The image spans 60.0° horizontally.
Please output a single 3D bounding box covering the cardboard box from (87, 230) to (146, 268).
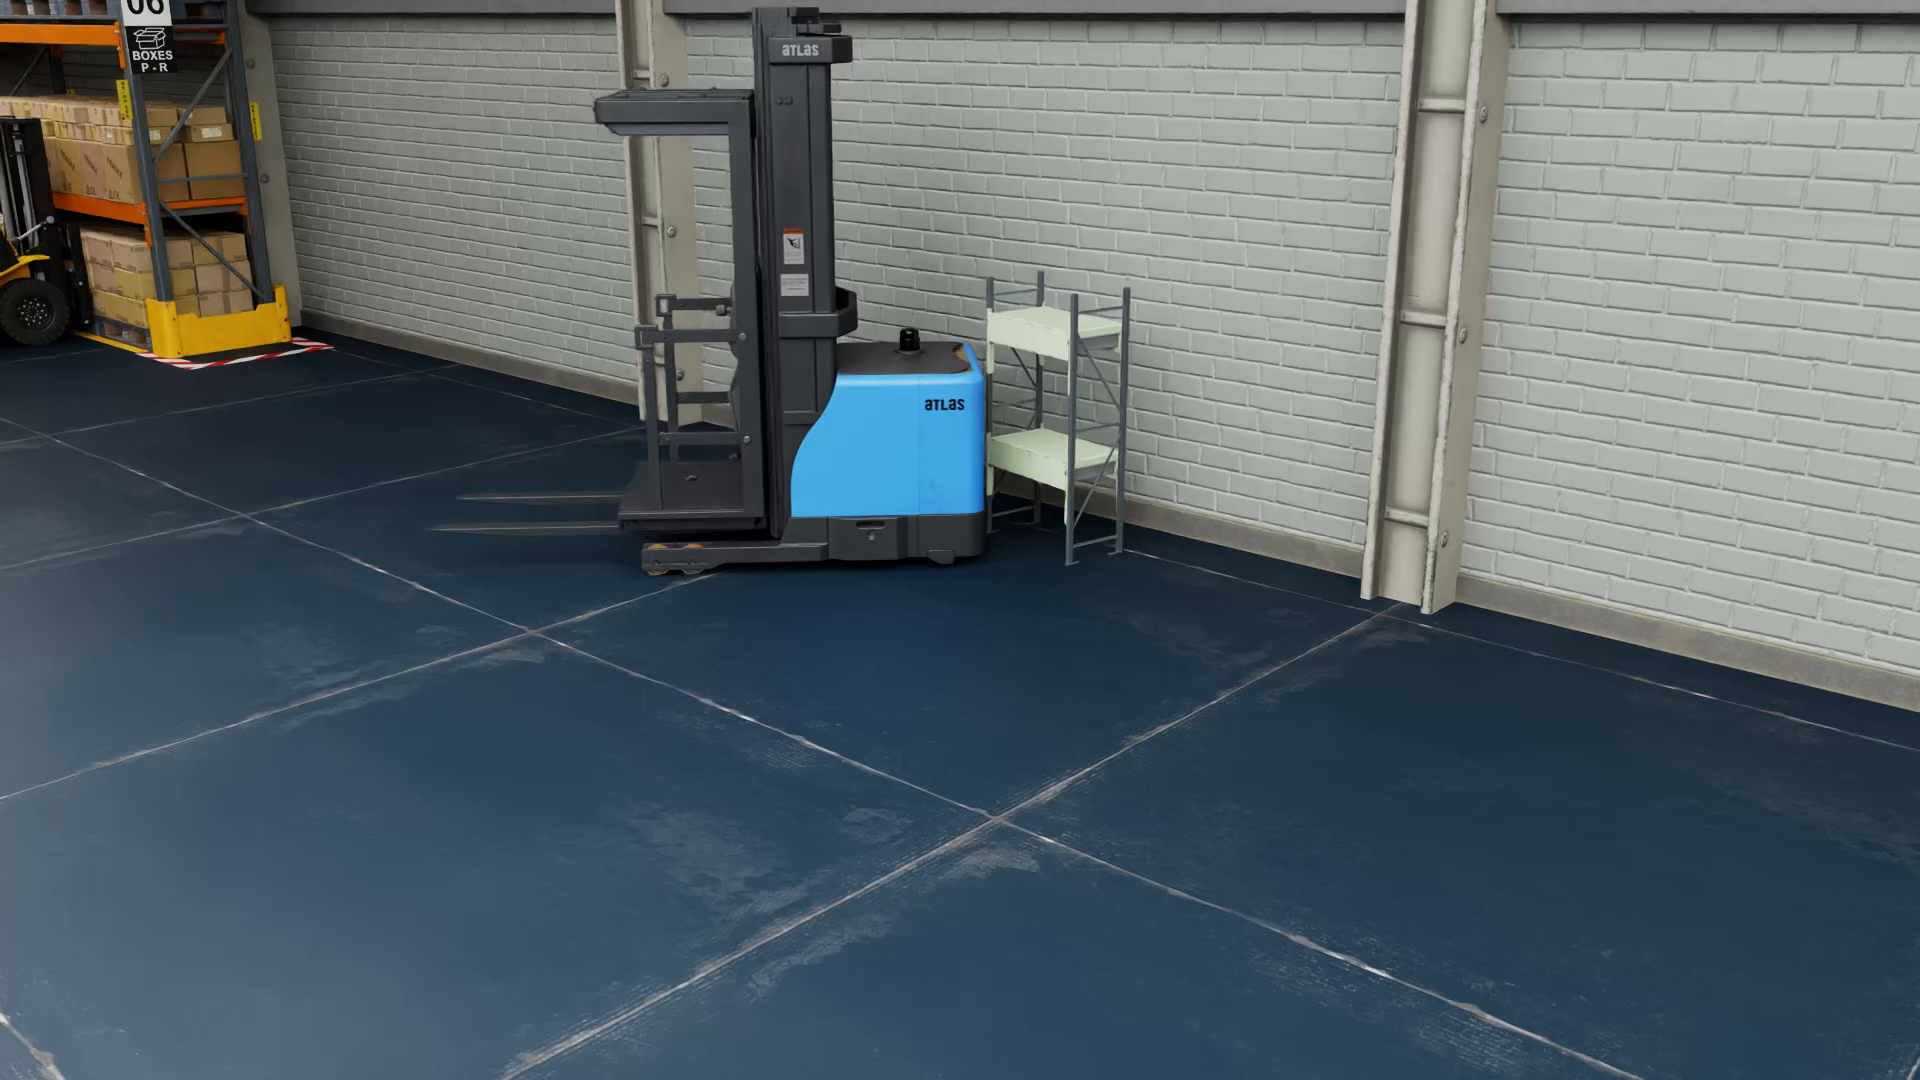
[{"bbox_3d":[-7.656,-2.681,15.298,0.500,0.250,0.500,16,23,40],"label":"cardboard box"}]

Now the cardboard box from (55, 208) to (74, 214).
[{"bbox_3d":[-9.214,-3.306,17.267,0.500,0.250,0.500,16,23,40],"label":"cardboard box"}]

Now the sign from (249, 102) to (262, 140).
[{"bbox_3d":[-6.346,-3.766,14.958,0.005,0.325,0.100,15,23,39],"label":"sign"}]

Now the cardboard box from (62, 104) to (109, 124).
[{"bbox_3d":[-7.951,-3.897,15.203,0.250,0.149,0.380,16,23,41],"label":"cardboard box"}]

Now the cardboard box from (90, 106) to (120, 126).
[{"bbox_3d":[-7.545,-3.803,14.907,0.250,0.149,0.380,16,23,40],"label":"cardboard box"}]

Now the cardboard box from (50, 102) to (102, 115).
[{"bbox_3d":[-8.278,-4.021,15.593,0.250,0.149,0.380,15,23,40],"label":"cardboard box"}]

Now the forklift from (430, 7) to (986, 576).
[{"bbox_3d":[-1.394,-1.370,9.083,3.031,2.935,1.130,-1,18,-4],"label":"forklift"}]

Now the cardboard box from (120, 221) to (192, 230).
[{"bbox_3d":[-7.696,-2.899,15.986,0.500,0.250,0.500,15,23,39],"label":"cardboard box"}]

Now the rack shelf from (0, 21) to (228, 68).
[{"bbox_3d":[-8.215,-4.680,15.629,4.000,0.370,1.077,15,23,39],"label":"rack shelf"}]

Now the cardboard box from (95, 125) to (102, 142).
[{"bbox_3d":[-7.528,-3.665,14.963,0.250,0.149,0.380,16,23,40],"label":"cardboard box"}]

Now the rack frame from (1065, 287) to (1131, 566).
[{"bbox_3d":[0.749,-0.609,9.050,0.400,1.500,0.023,-13,22,-34],"label":"rack frame"}]

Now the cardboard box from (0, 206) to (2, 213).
[{"bbox_3d":[-10.683,-3.323,18.354,0.625,0.625,0.875,15,23,39],"label":"cardboard box"}]

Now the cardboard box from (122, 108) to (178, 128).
[{"bbox_3d":[-7.127,-3.714,14.627,0.250,0.149,0.380,15,23,39],"label":"cardboard box"}]

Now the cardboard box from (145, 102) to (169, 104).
[{"bbox_3d":[-7.597,-4.016,15.578,0.250,0.149,0.380,16,24,41],"label":"cardboard box"}]

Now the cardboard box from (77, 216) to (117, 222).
[{"bbox_3d":[-8.456,-3.103,16.628,0.500,0.250,0.500,15,23,40],"label":"cardboard box"}]

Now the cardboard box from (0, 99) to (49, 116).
[{"bbox_3d":[-9.092,-4.206,16.176,0.250,0.149,0.380,16,23,40],"label":"cardboard box"}]

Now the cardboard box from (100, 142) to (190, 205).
[{"bbox_3d":[-7.261,-3.278,14.818,0.500,0.500,0.500,14,23,38],"label":"cardboard box"}]

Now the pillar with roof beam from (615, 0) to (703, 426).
[{"bbox_3d":[-5.011,-4.216,8.019,0.400,9.000,9.100,15,23,39],"label":"pillar with roof beam"}]

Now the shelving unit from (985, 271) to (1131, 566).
[{"bbox_3d":[0.532,-0.698,9.331,0.431,1.500,0.755,-13,22,-34],"label":"shelving unit"}]

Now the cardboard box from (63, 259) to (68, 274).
[{"bbox_3d":[-8.430,-2.649,16.026,0.500,0.250,0.500,15,23,39],"label":"cardboard box"}]

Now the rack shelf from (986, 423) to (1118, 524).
[{"bbox_3d":[0.532,-0.387,9.430,0.431,0.370,0.720,-13,22,-34],"label":"rack shelf"}]

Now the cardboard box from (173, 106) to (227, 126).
[{"bbox_3d":[-6.828,-3.806,14.915,0.250,0.149,0.380,14,23,38],"label":"cardboard box"}]

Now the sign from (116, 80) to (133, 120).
[{"bbox_3d":[-7.089,-3.736,14.120,0.005,0.325,0.100,15,23,39],"label":"sign"}]

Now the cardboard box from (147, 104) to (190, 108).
[{"bbox_3d":[-7.208,-3.916,15.262,0.250,0.149,0.380,16,23,40],"label":"cardboard box"}]

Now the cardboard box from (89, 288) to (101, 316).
[{"bbox_3d":[-8.014,-2.308,15.777,0.500,0.250,0.500,15,23,40],"label":"cardboard box"}]

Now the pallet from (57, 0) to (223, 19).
[{"bbox_3d":[-7.230,-4.727,14.734,1.213,0.211,1.003,15,23,39],"label":"pallet"}]

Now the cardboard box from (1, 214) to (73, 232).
[{"bbox_3d":[-9.181,-3.088,16.580,0.500,0.250,0.500,15,23,39],"label":"cardboard box"}]

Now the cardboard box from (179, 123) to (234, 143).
[{"bbox_3d":[-6.800,-3.675,14.995,0.250,0.149,0.380,14,23,38],"label":"cardboard box"}]

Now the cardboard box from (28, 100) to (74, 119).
[{"bbox_3d":[-8.653,-4.121,15.909,0.250,0.149,0.380,15,23,39],"label":"cardboard box"}]

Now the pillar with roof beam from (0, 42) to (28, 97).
[{"bbox_3d":[-13.986,-6.625,15.611,0.400,9.000,9.100,15,23,39],"label":"pillar with roof beam"}]

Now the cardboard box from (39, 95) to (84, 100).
[{"bbox_3d":[-9.111,-4.438,16.906,0.250,0.149,0.380,14,23,38],"label":"cardboard box"}]

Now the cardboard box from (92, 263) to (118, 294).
[{"bbox_3d":[-7.658,-2.449,15.395,0.500,0.250,0.500,15,23,39],"label":"cardboard box"}]

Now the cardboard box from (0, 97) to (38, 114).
[{"bbox_3d":[-9.402,-4.334,16.579,0.250,0.149,0.380,15,23,40],"label":"cardboard box"}]

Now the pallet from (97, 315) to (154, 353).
[{"bbox_3d":[-7.318,-2.006,15.584,1.213,0.211,1.003,15,23,39],"label":"pallet"}]

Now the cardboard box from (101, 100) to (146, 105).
[{"bbox_3d":[-7.966,-4.123,15.914,0.250,0.149,0.380,15,23,40],"label":"cardboard box"}]

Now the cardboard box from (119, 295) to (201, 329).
[{"bbox_3d":[-7.280,-2.104,15.133,0.500,0.250,0.500,15,23,40],"label":"cardboard box"}]

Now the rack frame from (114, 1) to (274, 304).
[{"bbox_3d":[-6.719,-3.191,14.709,0.127,3.000,1.000,15,23,39],"label":"rack frame"}]

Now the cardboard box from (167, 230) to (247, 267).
[{"bbox_3d":[-6.953,-2.697,15.349,0.500,0.250,0.500,15,23,38],"label":"cardboard box"}]

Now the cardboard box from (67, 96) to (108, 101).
[{"bbox_3d":[-8.675,-4.351,16.635,0.250,0.149,0.380,14,23,38],"label":"cardboard box"}]

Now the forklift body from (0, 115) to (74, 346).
[{"bbox_3d":[-9.348,-2.755,14.736,1.214,2.155,2.313,15,23,39],"label":"forklift body"}]

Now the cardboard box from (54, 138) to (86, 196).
[{"bbox_3d":[-8.026,-3.487,15.476,0.500,0.500,0.500,14,23,38],"label":"cardboard box"}]

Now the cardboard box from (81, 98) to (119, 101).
[{"bbox_3d":[-8.335,-4.233,16.261,0.250,0.149,0.380,15,23,39],"label":"cardboard box"}]

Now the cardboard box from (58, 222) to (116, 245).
[{"bbox_3d":[-8.414,-2.883,15.936,0.500,0.250,0.500,14,23,38],"label":"cardboard box"}]

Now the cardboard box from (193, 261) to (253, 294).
[{"bbox_3d":[-6.933,-2.461,15.431,0.500,0.250,0.500,16,23,40],"label":"cardboard box"}]

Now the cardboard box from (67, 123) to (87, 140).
[{"bbox_3d":[-7.937,-3.760,15.264,0.250,0.149,0.380,14,22,38],"label":"cardboard box"}]

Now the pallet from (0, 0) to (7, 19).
[{"bbox_3d":[-9.055,-5.217,16.278,1.213,0.211,1.003,15,23,39],"label":"pallet"}]

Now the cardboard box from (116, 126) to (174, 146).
[{"bbox_3d":[-7.164,-3.554,14.615,0.250,0.149,0.380,15,23,40],"label":"cardboard box"}]

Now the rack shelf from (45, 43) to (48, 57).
[{"bbox_3d":[-11.206,-5.483,18.160,4.000,0.370,1.077,15,23,39],"label":"rack shelf"}]

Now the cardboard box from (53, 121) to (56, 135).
[{"bbox_3d":[-8.267,-3.877,15.631,0.250,0.149,0.380,15,23,39],"label":"cardboard box"}]
